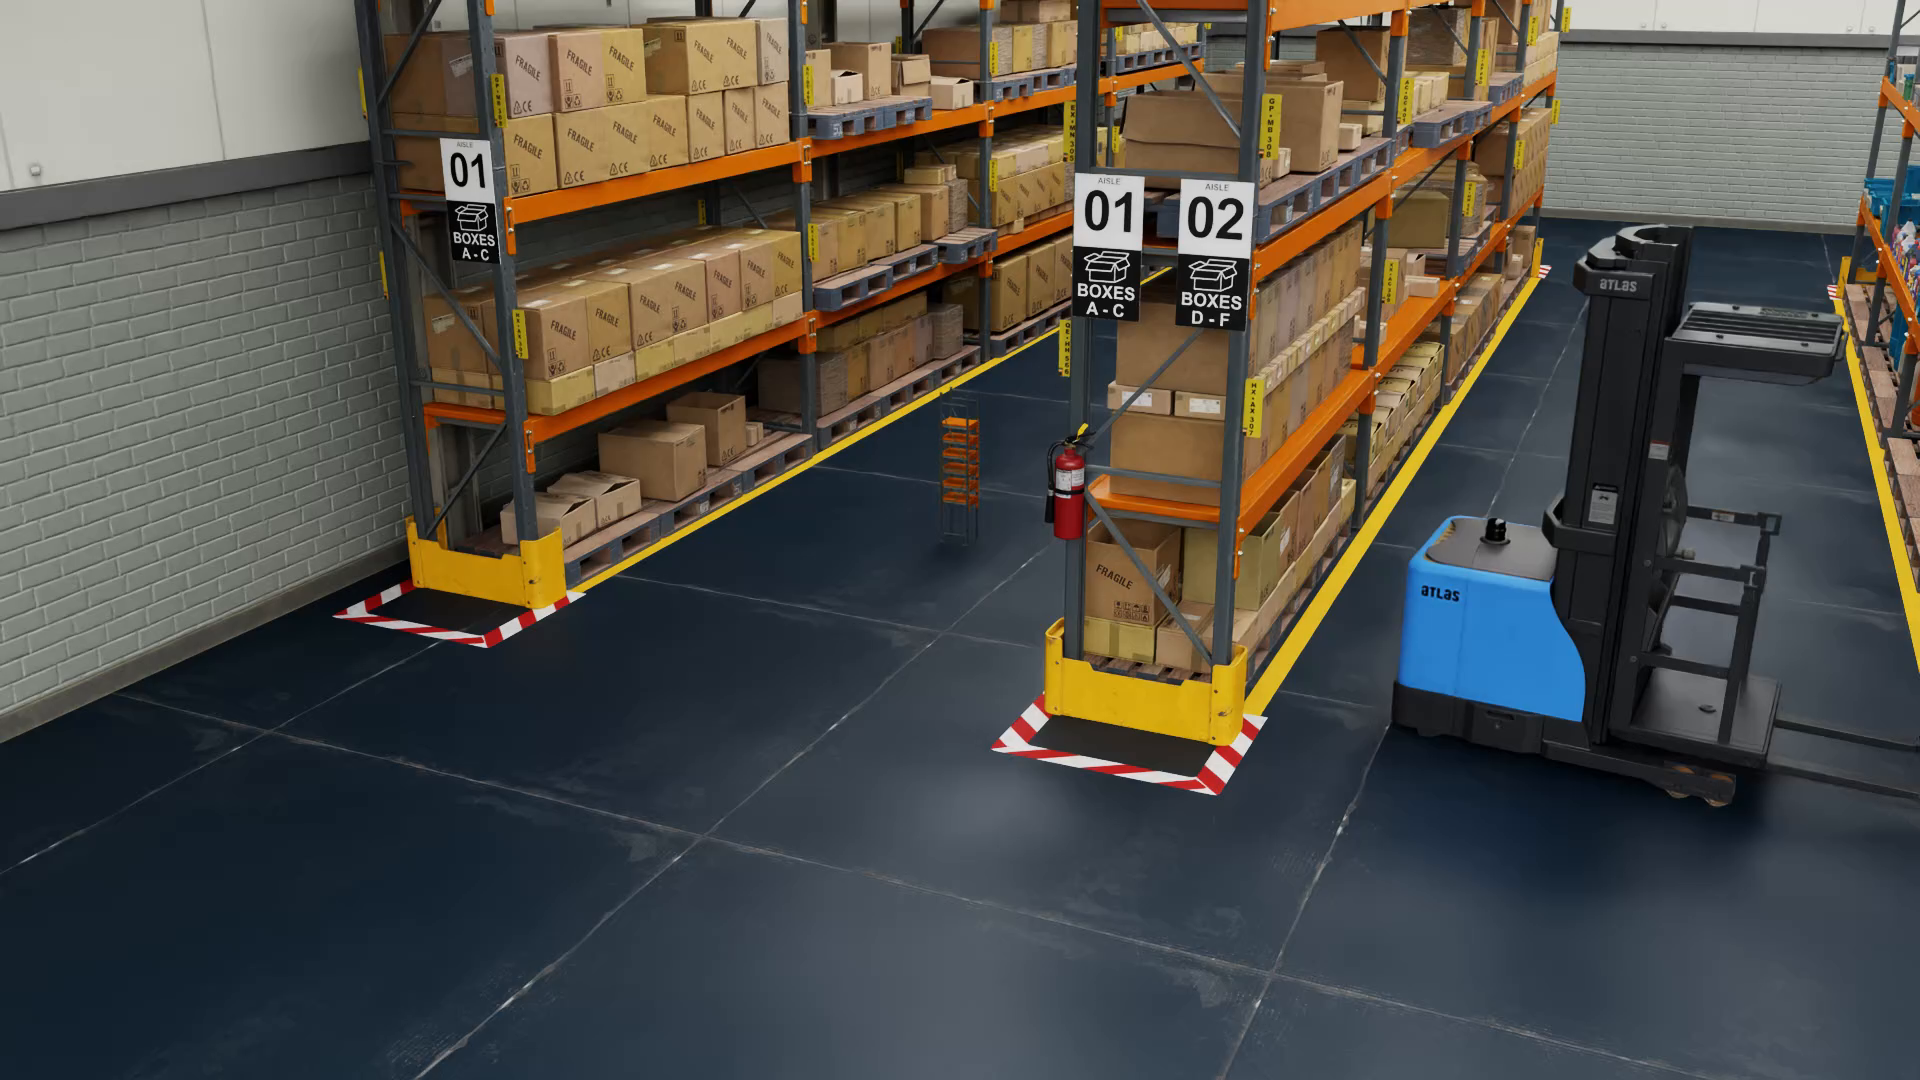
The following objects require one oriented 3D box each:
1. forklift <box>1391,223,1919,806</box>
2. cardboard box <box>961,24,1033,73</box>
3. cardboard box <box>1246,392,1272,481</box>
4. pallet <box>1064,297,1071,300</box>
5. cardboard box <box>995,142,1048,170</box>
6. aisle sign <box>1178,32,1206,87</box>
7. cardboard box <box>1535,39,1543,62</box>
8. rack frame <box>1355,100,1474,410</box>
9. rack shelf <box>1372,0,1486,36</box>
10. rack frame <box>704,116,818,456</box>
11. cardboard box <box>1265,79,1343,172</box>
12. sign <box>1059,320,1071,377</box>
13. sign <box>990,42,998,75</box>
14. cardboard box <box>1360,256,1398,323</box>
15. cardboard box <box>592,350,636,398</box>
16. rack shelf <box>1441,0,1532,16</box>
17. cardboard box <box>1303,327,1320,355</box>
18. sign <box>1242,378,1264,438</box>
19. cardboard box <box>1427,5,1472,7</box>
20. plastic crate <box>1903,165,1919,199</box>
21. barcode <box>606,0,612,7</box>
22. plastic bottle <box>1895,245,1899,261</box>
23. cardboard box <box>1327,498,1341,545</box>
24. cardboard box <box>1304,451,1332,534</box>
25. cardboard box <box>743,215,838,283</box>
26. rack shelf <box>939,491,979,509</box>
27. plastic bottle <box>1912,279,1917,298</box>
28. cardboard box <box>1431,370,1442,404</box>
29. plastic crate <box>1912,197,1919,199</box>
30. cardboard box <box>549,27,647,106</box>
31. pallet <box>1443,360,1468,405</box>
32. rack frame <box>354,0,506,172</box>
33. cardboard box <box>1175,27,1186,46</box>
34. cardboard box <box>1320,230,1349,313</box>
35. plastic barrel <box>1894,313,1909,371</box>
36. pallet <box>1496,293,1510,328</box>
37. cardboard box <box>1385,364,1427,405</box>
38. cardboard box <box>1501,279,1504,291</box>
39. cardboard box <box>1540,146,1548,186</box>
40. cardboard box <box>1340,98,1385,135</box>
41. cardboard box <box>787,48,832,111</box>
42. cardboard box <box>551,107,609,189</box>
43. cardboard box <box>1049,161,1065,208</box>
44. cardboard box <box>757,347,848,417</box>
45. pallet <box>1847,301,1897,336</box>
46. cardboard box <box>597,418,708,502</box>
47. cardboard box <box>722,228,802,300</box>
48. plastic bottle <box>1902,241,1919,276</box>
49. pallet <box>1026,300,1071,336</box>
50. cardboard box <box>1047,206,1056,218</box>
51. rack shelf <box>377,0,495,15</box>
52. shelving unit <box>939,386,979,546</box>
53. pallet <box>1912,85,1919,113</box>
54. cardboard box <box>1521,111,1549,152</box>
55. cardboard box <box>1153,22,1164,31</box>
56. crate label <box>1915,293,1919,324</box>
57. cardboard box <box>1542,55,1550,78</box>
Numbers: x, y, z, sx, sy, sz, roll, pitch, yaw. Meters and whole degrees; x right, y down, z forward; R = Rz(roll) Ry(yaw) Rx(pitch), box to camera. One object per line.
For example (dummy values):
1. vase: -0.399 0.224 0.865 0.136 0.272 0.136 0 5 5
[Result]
1. forklift: 4.080 -0.154 9.027 3.031 2.935 1.130 11 22 27
2. cardboard box: 0.411 -5.639 19.066 0.700 0.500 0.500 10 22 25
3. cardboard box: 1.516 -0.704 10.322 0.700 0.500 0.500 9 22 24
4. pallet: 1.248 -3.141 21.487 1.003 0.211 1.213 9 21 23
5. cardboard box: 0.699 -4.450 19.263 0.500 0.250 0.500 9 21 23
6. aisle sign: 3.436 -7.130 24.661 0.394 0.787 0.004 9 21 23
7. cardboard box: 6.860 -6.020 20.421 0.500 0.250 0.500 9 21 23
8. rack frame: 4.378 -2.800 16.366 1.000 3.000 0.127 9 21 23
9. rack shelf: 3.559 -4.488 13.829 1.077 0.370 4.000 9 21 23
10. rack frame: -1.781 -2.256 14.836 1.000 3.000 0.127 9 21 23
11. cardboard box: 2.032 -2.549 10.198 0.500 0.500 0.500 9 21 23
12. sign: 0.613 -1.090 9.477 0.100 0.325 0.005 9 21 23
13. sign: 0.352 -5.061 17.474 0.100 0.325 0.005 9 21 23
14. cardboard box: 3.490 -2.171 14.448 0.500 0.500 0.500 9 21 23
15. cardboard box: -2.729 -1.238 12.168 0.500 0.250 0.500 8 21 21
16. rack shelf: 5.197 -5.711 17.267 1.077 0.370 4.000 9 21 23
17. cardboard box: 2.197 -1.348 11.166 0.380 0.149 0.250 9 22 24
18. sign: 1.606 -0.722 9.112 0.100 0.325 0.005 9 21 23
19. cardboard box: 4.980 -5.176 16.928 0.500 0.500 0.500 9 21 23
20. plastic crate: 12.205 -4.482 20.952 0.616 0.435 0.499 9 21 23
21. barcode: -2.742 -4.198 12.986 0.001 0.075 0.075 9 21 23
22. plastic bottle: 9.734 -2.986 17.185 0.097 0.201 0.097 0 20 0
23. cardboard box: 2.536 -0.157 12.409 0.500 0.250 0.500 9 21 23
24. cardboard box: 2.333 -0.357 11.853 0.500 0.500 0.500 9 21 23
25. cardboard box: -1.541 -2.661 15.170 0.700 0.500 0.500 9 21 23
26. rack shelf: -0.006 -0.293 12.851 0.258 0.103 0.180 9 21 23
27. plastic bottle: 8.870 -2.341 15.371 0.097 0.201 0.097 0 20 0
28. cardboard box: 4.385 -1.508 16.210 0.500 0.250 0.500 9 22 24
29. plastic crate: 11.871 -4.108 20.348 0.396 0.136 0.243 9 21 23
30. cardboard box: -2.588 -3.363 11.801 0.500 0.500 0.500 9 22 24
31. pallet: 4.718 -1.709 17.460 1.003 0.211 1.213 9 21 23
32. rack frame: -3.419 -3.860 10.392 1.000 3.000 0.127 9 21 23
33. cardboard box: 2.864 -7.092 23.406 0.500 0.250 0.500 8 21 21
34. cardboard box: 2.359 -1.945 11.875 0.700 0.500 0.500 8 21 23
35. plastic barrel: 10.005 -2.171 17.101 0.600 0.901 0.708 9 21 23
36. pallet: 6.298 -2.919 20.862 1.003 0.211 1.213 9 21 23
37. cardboard box: 3.972 -1.459 15.235 0.500 0.311 0.500 8 21 22
38. cardboard box: 6.731 -3.260 21.230 0.380 0.166 0.250 9 21 23
39. cardboard box: 7.719 -5.119 22.736 0.500 0.500 0.500 9 22 24
40. cardboard box: 3.001 -3.305 12.906 0.500 0.250 0.500 11 22 28
41. cardboard box: -1.484 -4.070 14.685 0.500 0.500 0.500 12 23 30
42. cardboard box: -2.801 -2.730 11.514 0.500 0.500 0.500 10 22 26
43. cardboard box: 0.923 -4.259 19.846 0.500 0.500 0.500 9 22 24
44. cardboard box: -1.494 -1.513 15.820 0.700 0.500 0.500 9 22 25
45. pallet: 11.298 -2.633 20.057 1.003 0.211 1.213 9 21 23
46. cardboard box: -2.474 -0.654 13.404 0.700 0.500 0.500 7 21 19
47. cardboard box: -1.692 -2.361 14.206 0.500 0.500 0.500 8 21 23
48. plastic bottle: 9.374 -2.768 16.349 0.144 0.351 0.185 9 21 23
49. pallet: 0.750 -2.767 20.435 1.003 0.211 1.213 9 21 23
50. cardboard box: 0.936 -3.988 20.052 0.380 0.149 0.250 9 22 24
51. rack shelf: -2.600 -4.131 12.232 1.077 0.370 4.000 9 21 23
52. shelving unit: -0.006 -0.561 12.755 0.258 1.200 0.189 9 21 23
53. pallet: 10.302 -4.413 16.707 1.213 0.211 1.003 9 21 23
54. cardboard box: 7.517 -5.436 22.135 0.500 0.500 0.500 9 22 24
55. cardboard box: 2.445 -7.132 22.398 0.500 0.500 0.500 9 21 23
56. crate label: 8.381 -1.963 14.262 0.303 0.233 0.416 9 21 23
57. cardboard box: 7.277 -6.089 21.361 0.500 0.250 0.500 9 21 23
